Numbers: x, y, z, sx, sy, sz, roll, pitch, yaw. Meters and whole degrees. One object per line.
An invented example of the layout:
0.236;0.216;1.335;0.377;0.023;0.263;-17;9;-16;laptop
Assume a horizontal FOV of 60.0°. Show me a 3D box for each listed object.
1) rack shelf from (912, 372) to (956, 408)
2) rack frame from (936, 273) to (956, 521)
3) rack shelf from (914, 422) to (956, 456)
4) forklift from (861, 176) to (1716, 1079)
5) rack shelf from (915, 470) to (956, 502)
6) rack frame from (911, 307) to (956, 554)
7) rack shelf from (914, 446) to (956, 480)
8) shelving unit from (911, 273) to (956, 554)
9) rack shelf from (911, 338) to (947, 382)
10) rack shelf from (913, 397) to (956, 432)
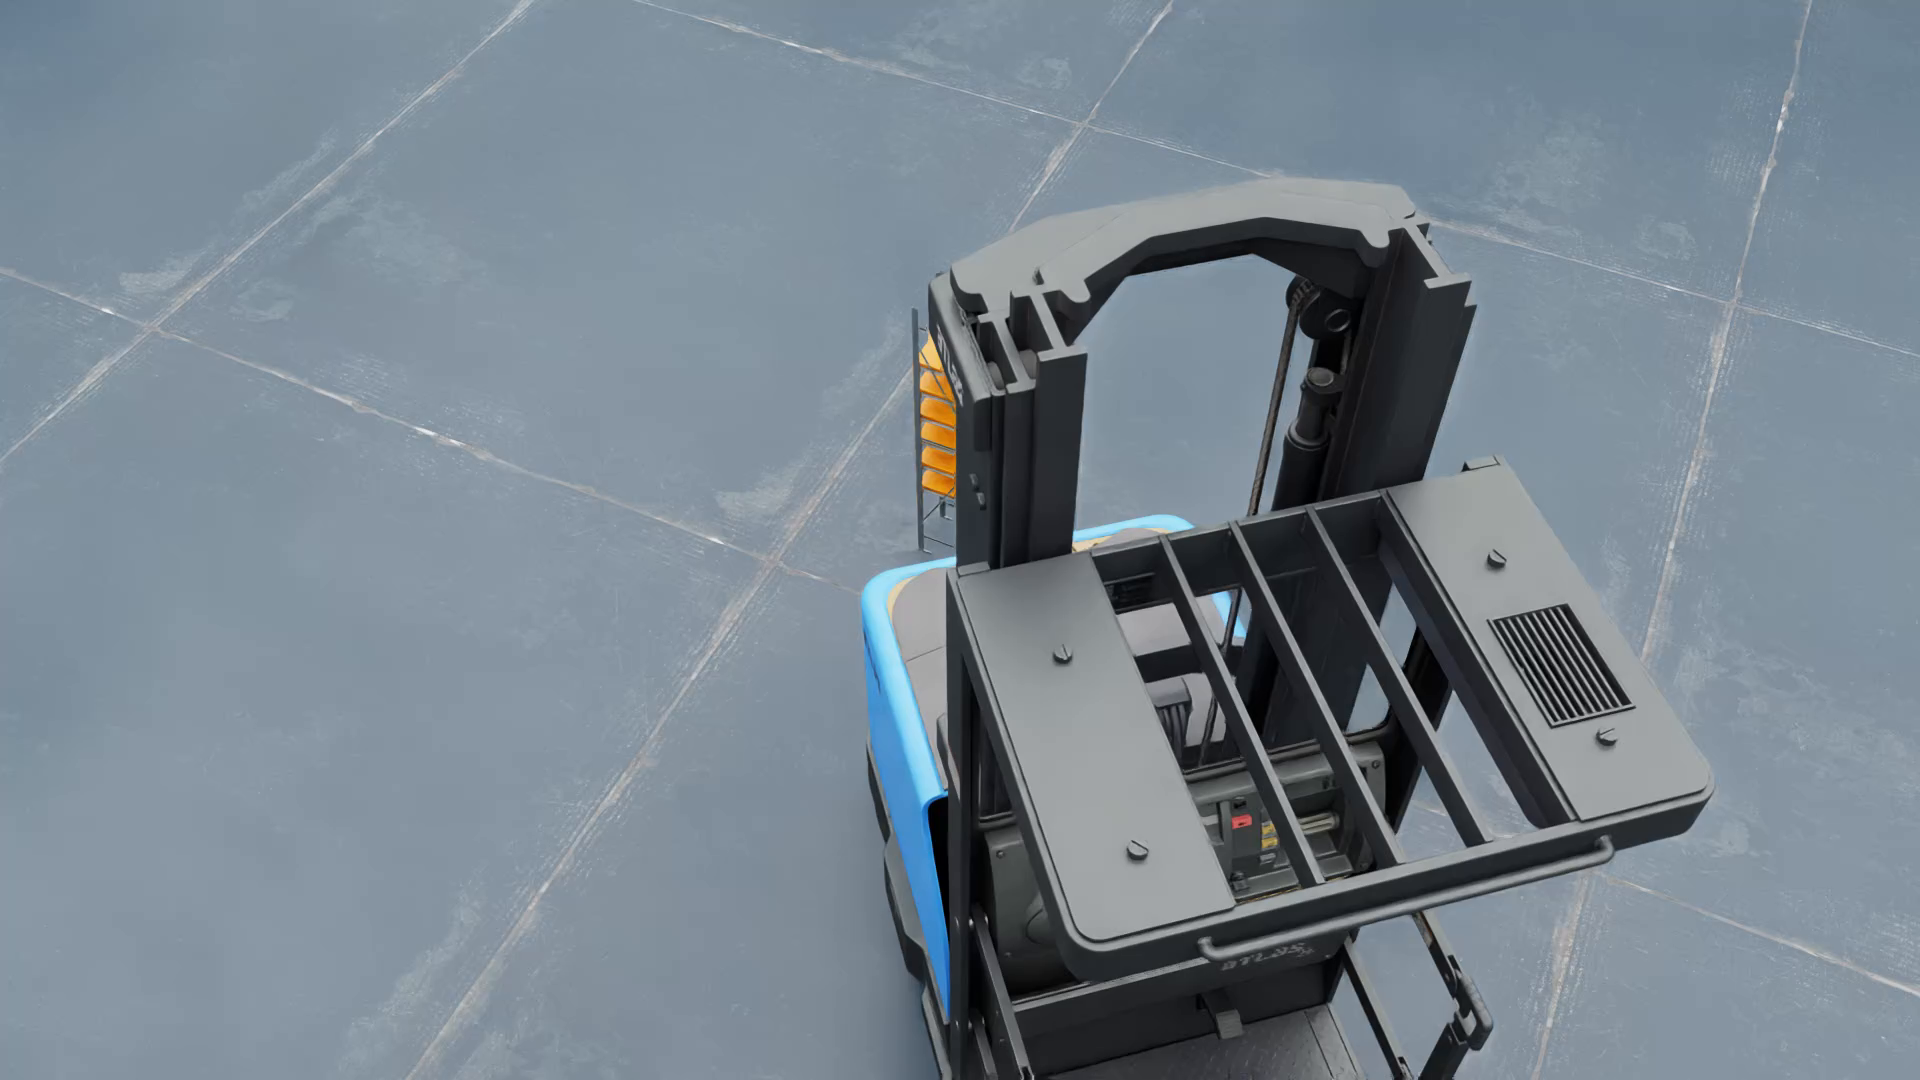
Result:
-0.006;-0.506;5.636;0.258;0.103;0.180;20;52;16;rack shelf
0.033;-0.442;5.838;0.240;1.200;0.006;20;52;16;rack frame
-0.006;-0.350;5.818;0.258;0.103;0.180;20;52;16;rack shelf
0.577;0.835;3.615;1.130;2.935;3.031;-12;51;-10;forklift
-0.006;-0.195;6.001;0.258;0.103;0.180;20;52;16;rack shelf
-0.045;-0.316;5.731;0.240;1.200;0.006;20;52;16;rack frame
-0.006;-0.272;5.910;0.258;0.103;0.180;20;52;16;rack shelf
-0.006;-0.379;5.785;0.258;1.200;0.189;20;52;16;shelving unit
-0.006;-0.583;5.544;0.258;0.103;0.180;20;52;16;rack shelf
-0.006;-0.428;5.727;0.258;0.103;0.180;20;52;16;rack shelf
